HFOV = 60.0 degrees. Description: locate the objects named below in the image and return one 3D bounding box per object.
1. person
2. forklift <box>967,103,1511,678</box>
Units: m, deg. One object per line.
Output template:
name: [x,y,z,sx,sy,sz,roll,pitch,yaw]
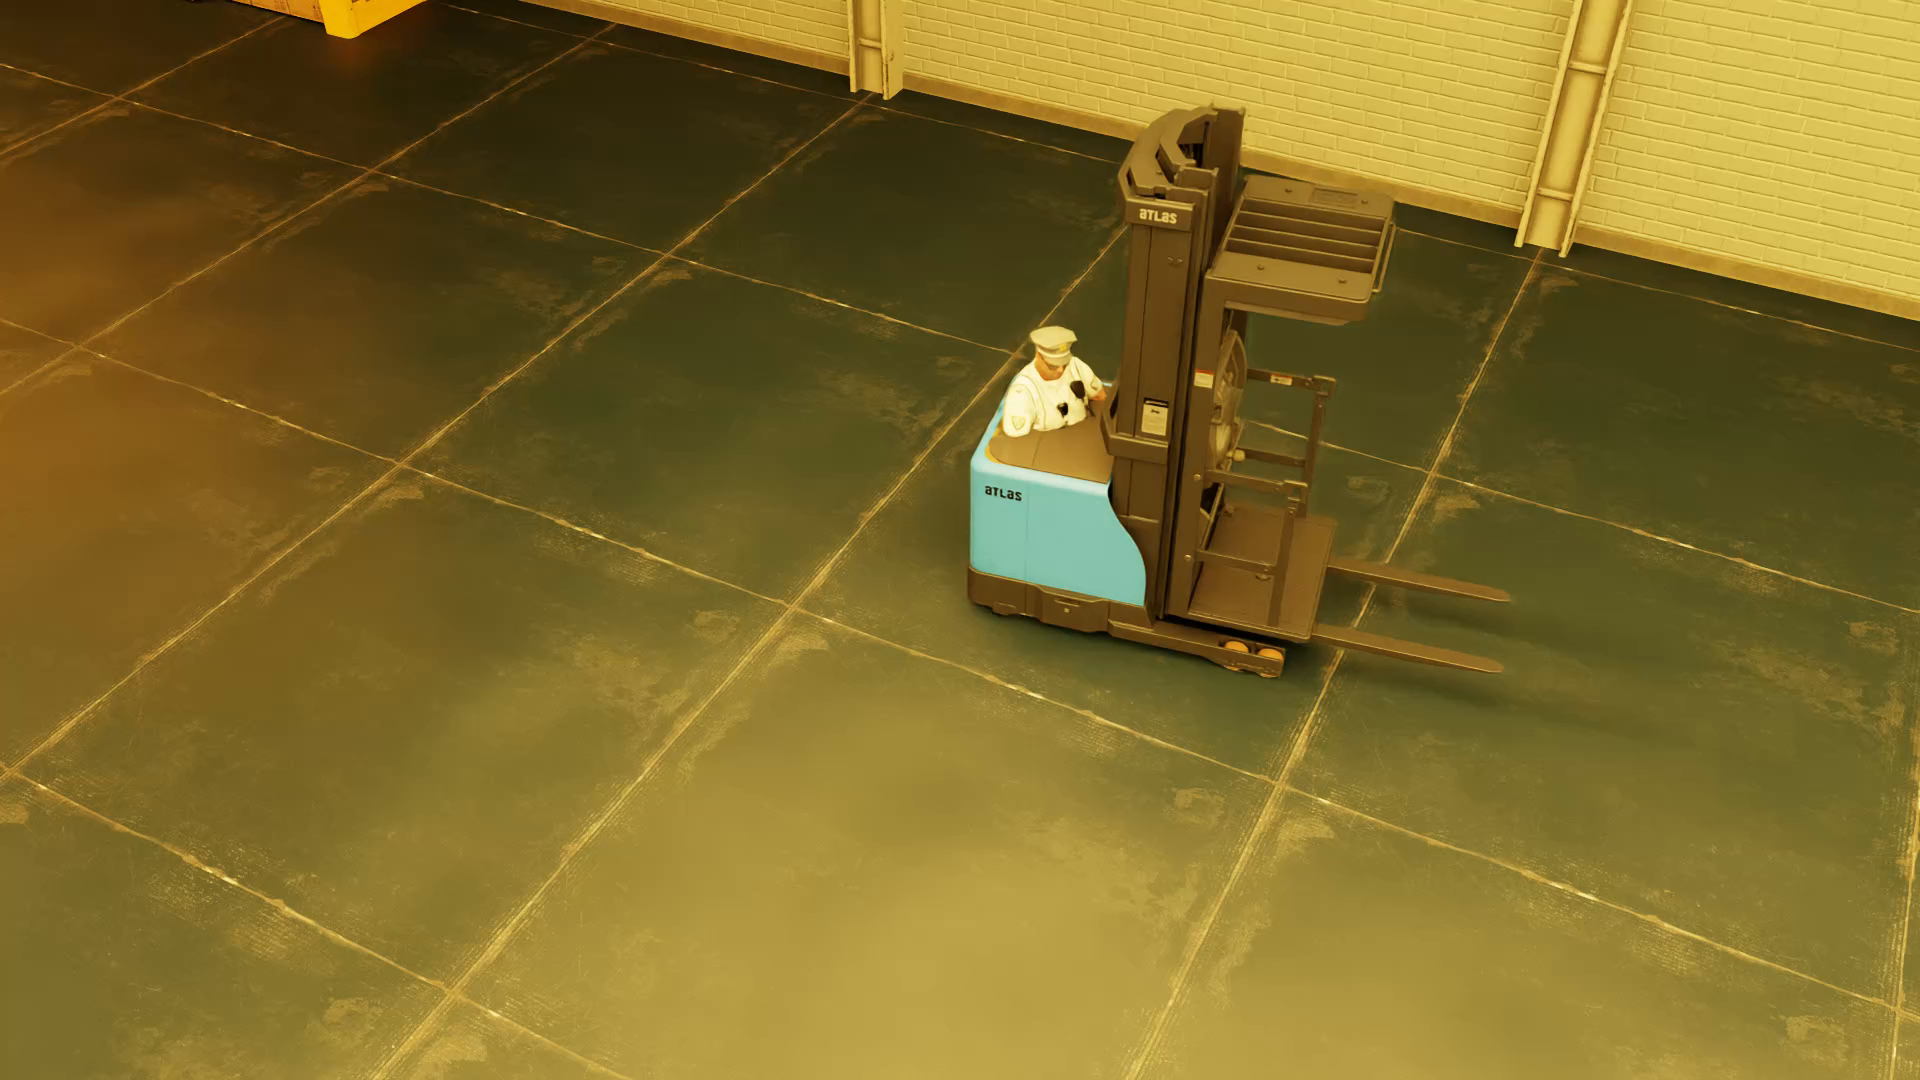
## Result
person: [0.592,-0.437,9.496,0.795,1.648,0.630,-18,43,-20]
forklift: [1.618,-0.733,8.857,3.031,2.935,1.130,12,42,14]
